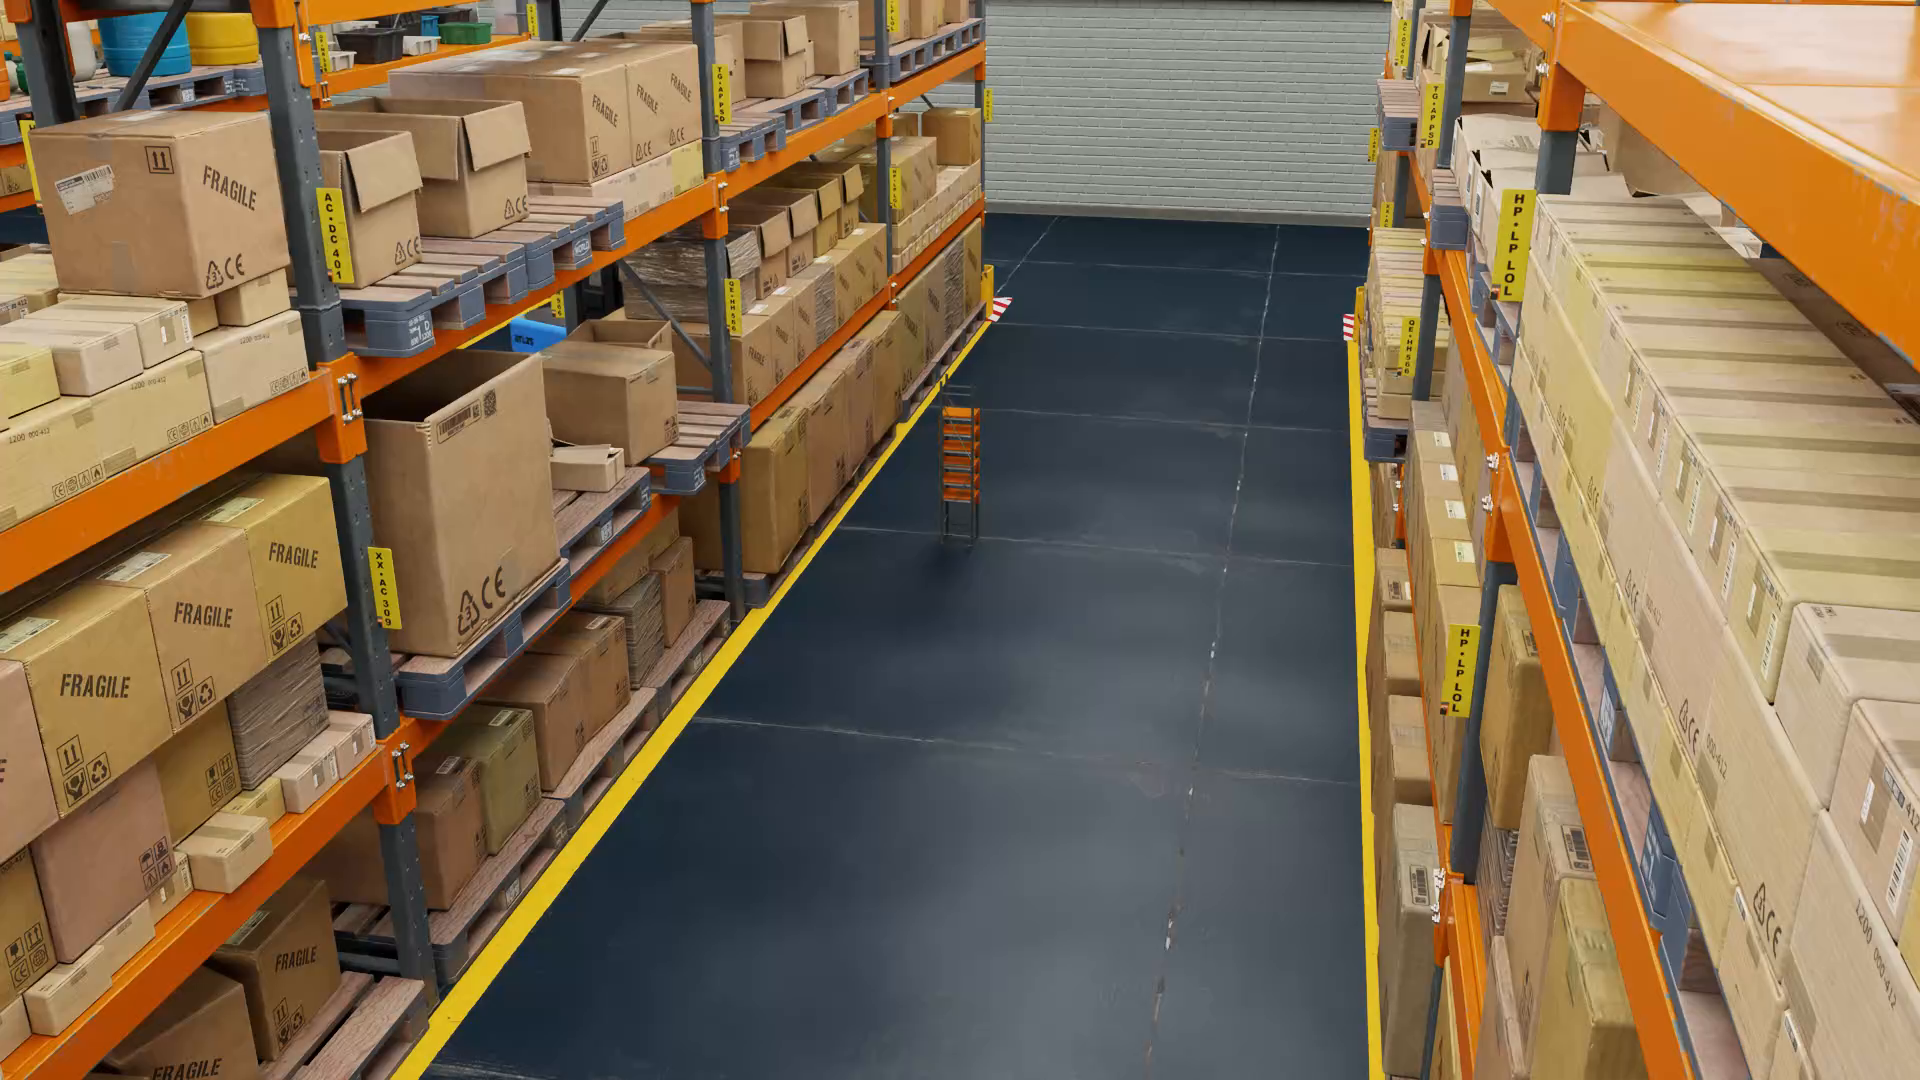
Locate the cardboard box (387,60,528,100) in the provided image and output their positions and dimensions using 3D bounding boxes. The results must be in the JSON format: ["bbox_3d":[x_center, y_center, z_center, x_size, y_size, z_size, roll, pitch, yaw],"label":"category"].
[{"bbox_3d":[-2.425,-2.066,8.150,0.500,0.500,0.500,4,22,9],"label":"cardboard box"}]

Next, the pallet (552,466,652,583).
[{"bbox_3d":[-2.238,-0.102,8.349,1.003,0.211,1.213,4,22,11],"label":"pallet"}]

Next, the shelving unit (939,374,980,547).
[{"bbox_3d":[-0.003,-0.551,11.616,0.258,1.200,0.189,4,22,11],"label":"shelving unit"}]

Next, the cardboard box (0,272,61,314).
[{"bbox_3d":[-3.046,-0.764,5.388,0.380,0.149,0.250,3,22,8],"label":"cardboard box"}]

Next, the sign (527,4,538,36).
[{"bbox_3d":[-4.549,-5.529,17.691,0.100,0.325,0.005,4,22,11],"label":"sign"}]

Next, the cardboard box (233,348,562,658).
[{"bbox_3d":[-2.392,-0.208,6.991,1.000,1.000,1.000,5,22,11],"label":"cardboard box"}]

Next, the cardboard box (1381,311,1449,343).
[{"bbox_3d":[2.718,-1.259,9.943,0.380,0.149,0.250,5,23,13],"label":"cardboard box"}]

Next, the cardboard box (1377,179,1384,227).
[{"bbox_3d":[3.936,-2.908,14.526,0.500,0.500,0.500,4,22,10],"label":"cardboard box"}]

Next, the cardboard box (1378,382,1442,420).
[{"bbox_3d":[2.611,-0.797,9.591,0.380,0.149,0.250,5,22,12],"label":"cardboard box"}]

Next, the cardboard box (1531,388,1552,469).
[{"bbox_3d":[1.634,-0.263,4.117,0.380,0.149,0.250,4,22,11],"label":"cardboard box"}]

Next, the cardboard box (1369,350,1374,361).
[{"bbox_3d":[3.746,-1.648,14.387,0.380,0.149,0.250,3,22,8],"label":"cardboard box"}]

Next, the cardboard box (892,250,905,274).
[{"bbox_3d":[-0.672,-2.348,14.004,0.380,0.149,0.250,5,22,11],"label":"cardboard box"}]

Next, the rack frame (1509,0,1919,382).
[{"bbox_3d":[2.144,-1.823,4.335,1.000,3.000,0.127,4,22,11],"label":"rack frame"}]

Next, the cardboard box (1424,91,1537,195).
[{"bbox_3d":[2.828,-2.169,9.076,0.500,0.500,0.500,4,22,11],"label":"cardboard box"}]

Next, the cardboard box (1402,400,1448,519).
[{"bbox_3d":[2.604,-0.406,8.713,0.500,0.500,0.500,5,22,12],"label":"cardboard box"}]

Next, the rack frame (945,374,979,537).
[{"bbox_3d":[0.016,-0.585,11.699,0.240,1.200,0.006,4,22,11],"label":"rack frame"}]

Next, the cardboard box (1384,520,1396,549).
[{"bbox_3d":[2.839,0.201,10.124,0.500,0.500,0.500,4,22,11],"label":"cardboard box"}]

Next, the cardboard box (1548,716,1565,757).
[{"bbox_3d":[2.037,0.731,4.376,0.875,0.550,0.550,4,22,11],"label":"cardboard box"}]

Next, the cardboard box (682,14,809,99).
[{"bbox_3d":[-1.479,-3.301,11.320,0.797,0.503,0.637,4,22,10],"label":"cardboard box"}]

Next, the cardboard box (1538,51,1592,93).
[{"bbox_3d":[3.418,-2.612,9.149,0.396,0.266,0.258,4,22,11],"label":"cardboard box"}]

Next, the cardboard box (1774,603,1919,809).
[{"bbox_3d":[1.169,0.203,1.893,0.380,0.149,0.250,5,22,12],"label":"cardboard box"}]

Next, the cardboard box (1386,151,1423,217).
[{"bbox_3d":[3.608,-2.807,12.937,0.500,0.500,0.500,4,22,9],"label":"cardboard box"}]

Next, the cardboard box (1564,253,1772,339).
[{"bbox_3d":[1.583,-0.540,3.738,0.380,0.149,0.250,4,22,10],"label":"cardboard box"}]

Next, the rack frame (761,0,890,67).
[{"bbox_3d":[-1.058,-5.164,12.630,1.000,3.000,0.127,4,22,11],"label":"rack frame"}]

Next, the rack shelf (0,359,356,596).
[{"bbox_3d":[-3.099,0.218,4.244,1.077,0.370,4.000,4,22,11],"label":"rack shelf"}]

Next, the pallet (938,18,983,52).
[{"bbox_3d":[-0.383,-4.922,16.164,1.003,0.211,1.213,4,22,11],"label":"pallet"}]

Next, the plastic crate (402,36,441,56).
[{"bbox_3d":[-5.270,-4.716,15.886,0.437,0.136,0.530,4,22,11],"label":"plastic crate"}]

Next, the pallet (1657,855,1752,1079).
[{"bbox_3d":[1.469,0.800,1.955,1.003,0.211,1.213,4,22,11],"label":"pallet"}]

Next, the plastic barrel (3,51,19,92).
[{"bbox_3d":[-6.648,-3.221,11.444,0.301,0.262,0.301,0,22,0],"label":"plastic barrel"}]

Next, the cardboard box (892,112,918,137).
[{"bbox_3d":[-0.706,-3.923,16.377,0.500,0.500,0.500,4,22,10],"label":"cardboard box"}]

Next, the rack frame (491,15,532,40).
[{"bbox_3d":[-5.091,-4.222,18.321,1.000,3.000,0.127,4,22,11],"label":"rack frame"}]

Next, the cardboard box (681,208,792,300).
[{"bbox_3d":[-1.574,-1.934,11.165,0.797,0.503,0.637,5,22,12],"label":"cardboard box"}]

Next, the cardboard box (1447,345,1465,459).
[{"bbox_3d":[2.757,-0.665,8.017,0.700,0.500,0.500,4,22,10],"label":"cardboard box"}]

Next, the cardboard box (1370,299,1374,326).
[{"bbox_3d":[3.036,-1.558,11.480,0.380,0.149,0.250,3,22,9],"label":"cardboard box"}]

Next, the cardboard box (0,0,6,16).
[{"bbox_3d":[-10.002,-5.582,17.214,0.500,0.250,0.500,4,22,11],"label":"cardboard box"}]

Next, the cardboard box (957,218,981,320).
[{"bbox_3d":[-0.294,-2.813,17.105,0.875,0.875,0.875,4,22,11],"label":"cardboard box"}]

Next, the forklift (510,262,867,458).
[{"bbox_3d":[-2.160,-2.011,12.922,3.031,2.935,1.130,14,26,31],"label":"forklift"}]

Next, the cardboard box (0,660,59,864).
[{"bbox_3d":[-2.822,0.630,4.403,0.500,0.500,0.500,4,22,11],"label":"cardboard box"}]

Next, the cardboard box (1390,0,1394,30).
[{"bbox_3d":[4.247,-4.838,15.368,0.500,0.250,0.500,5,22,12],"label":"cardboard box"}]

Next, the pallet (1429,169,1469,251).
[{"bbox_3d":[2.881,-1.568,7.968,1.213,0.211,1.003,6,23,13],"label":"pallet"}]

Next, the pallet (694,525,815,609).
[{"bbox_3d":[-1.640,0.093,11.341,1.003,0.211,1.213,4,22,11],"label":"pallet"}]

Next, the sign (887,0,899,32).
[{"bbox_3d":[-0.525,-4.121,12.941,0.100,0.325,0.005,4,22,11],"label":"sign"}]

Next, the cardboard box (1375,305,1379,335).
[{"bbox_3d":[2.877,-1.407,10.707,0.380,0.149,0.250,5,22,12],"label":"cardboard box"}]

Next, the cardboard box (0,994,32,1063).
[{"bbox_3d":[-2.893,1.395,4.710,0.380,0.149,0.250,4,22,11],"label":"cardboard box"}]

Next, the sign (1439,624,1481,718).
[{"bbox_3d":[1.611,0.421,5.348,0.100,0.325,0.005,4,22,11],"label":"sign"}]

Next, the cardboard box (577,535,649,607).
[{"bbox_3d":[-2.080,0.131,9.266,0.500,0.250,0.500,7,23,17],"label":"cardboard box"}]

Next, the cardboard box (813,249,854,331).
[{"bbox_3d":[-1.094,-1.864,12.332,0.500,0.500,0.500,4,22,10],"label":"cardboard box"}]

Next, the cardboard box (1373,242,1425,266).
[{"bbox_3d":[3.140,-2.015,11.820,0.380,0.149,0.250,5,22,11],"label":"cardboard box"}]

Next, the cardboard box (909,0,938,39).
[{"bbox_3d":[-0.598,-4.728,14.732,0.700,0.500,0.500,5,23,13],"label":"cardboard box"}]

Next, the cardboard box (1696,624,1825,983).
[{"bbox_3d":[1.257,0.338,2.090,0.500,0.250,0.500,5,22,11],"label":"cardboard box"}]

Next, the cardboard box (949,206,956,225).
[{"bbox_3d":[-0.252,-3.104,15.881,0.380,0.149,0.250,5,22,11],"label":"cardboard box"}]

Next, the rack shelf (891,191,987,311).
[{"bbox_3d":[-0.650,-2.779,15.701,1.077,0.370,4.000,4,22,11],"label":"rack shelf"}]

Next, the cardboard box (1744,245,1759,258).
[{"bbox_3d":[2.512,-0.812,5.324,0.258,0.266,0.396,4,22,10],"label":"cardboard box"}]

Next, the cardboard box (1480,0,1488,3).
[{"bbox_3d":[4.388,-4.270,13.423,0.380,0.149,0.250,6,23,14],"label":"cardboard box"}]

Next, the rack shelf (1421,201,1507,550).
[{"bbox_3d":[2.552,-0.830,6.846,1.077,0.370,4.000,4,22,11],"label":"rack shelf"}]

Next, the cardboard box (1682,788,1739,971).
[{"bbox_3d":[1.220,0.481,2.270,0.380,0.149,0.250,5,22,11],"label":"cardboard box"}]

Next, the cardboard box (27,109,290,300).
[{"bbox_3d":[-2.533,-1.079,5.301,0.500,0.500,0.500,4,22,9],"label":"cardboard box"}]
